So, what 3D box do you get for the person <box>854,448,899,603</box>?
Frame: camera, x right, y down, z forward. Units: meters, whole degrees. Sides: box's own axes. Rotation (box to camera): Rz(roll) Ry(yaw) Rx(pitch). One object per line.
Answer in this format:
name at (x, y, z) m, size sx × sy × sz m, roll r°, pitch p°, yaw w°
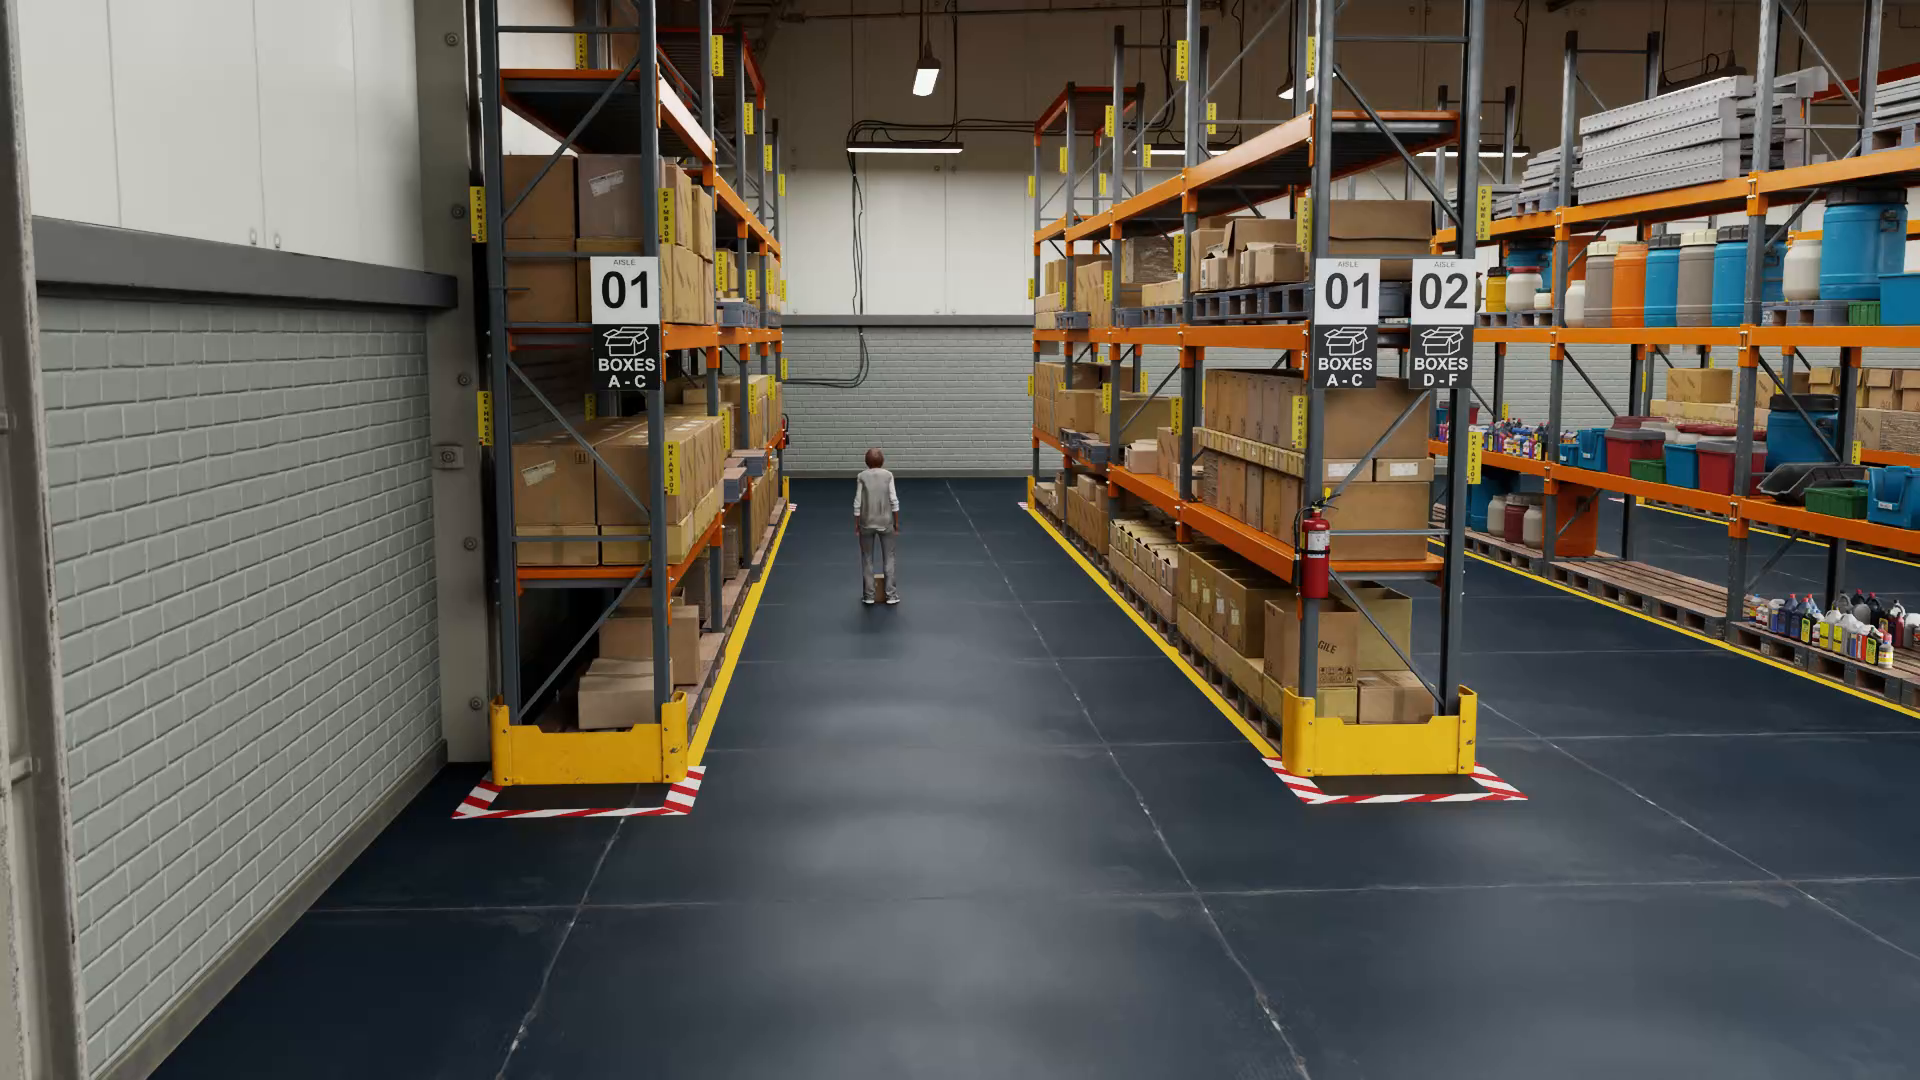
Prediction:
person at (-0.850, -0.141, 16.939) m, size 0.463 × 1.593 × 0.364 m, roll 0°, pitch 7°, yaw -4°
